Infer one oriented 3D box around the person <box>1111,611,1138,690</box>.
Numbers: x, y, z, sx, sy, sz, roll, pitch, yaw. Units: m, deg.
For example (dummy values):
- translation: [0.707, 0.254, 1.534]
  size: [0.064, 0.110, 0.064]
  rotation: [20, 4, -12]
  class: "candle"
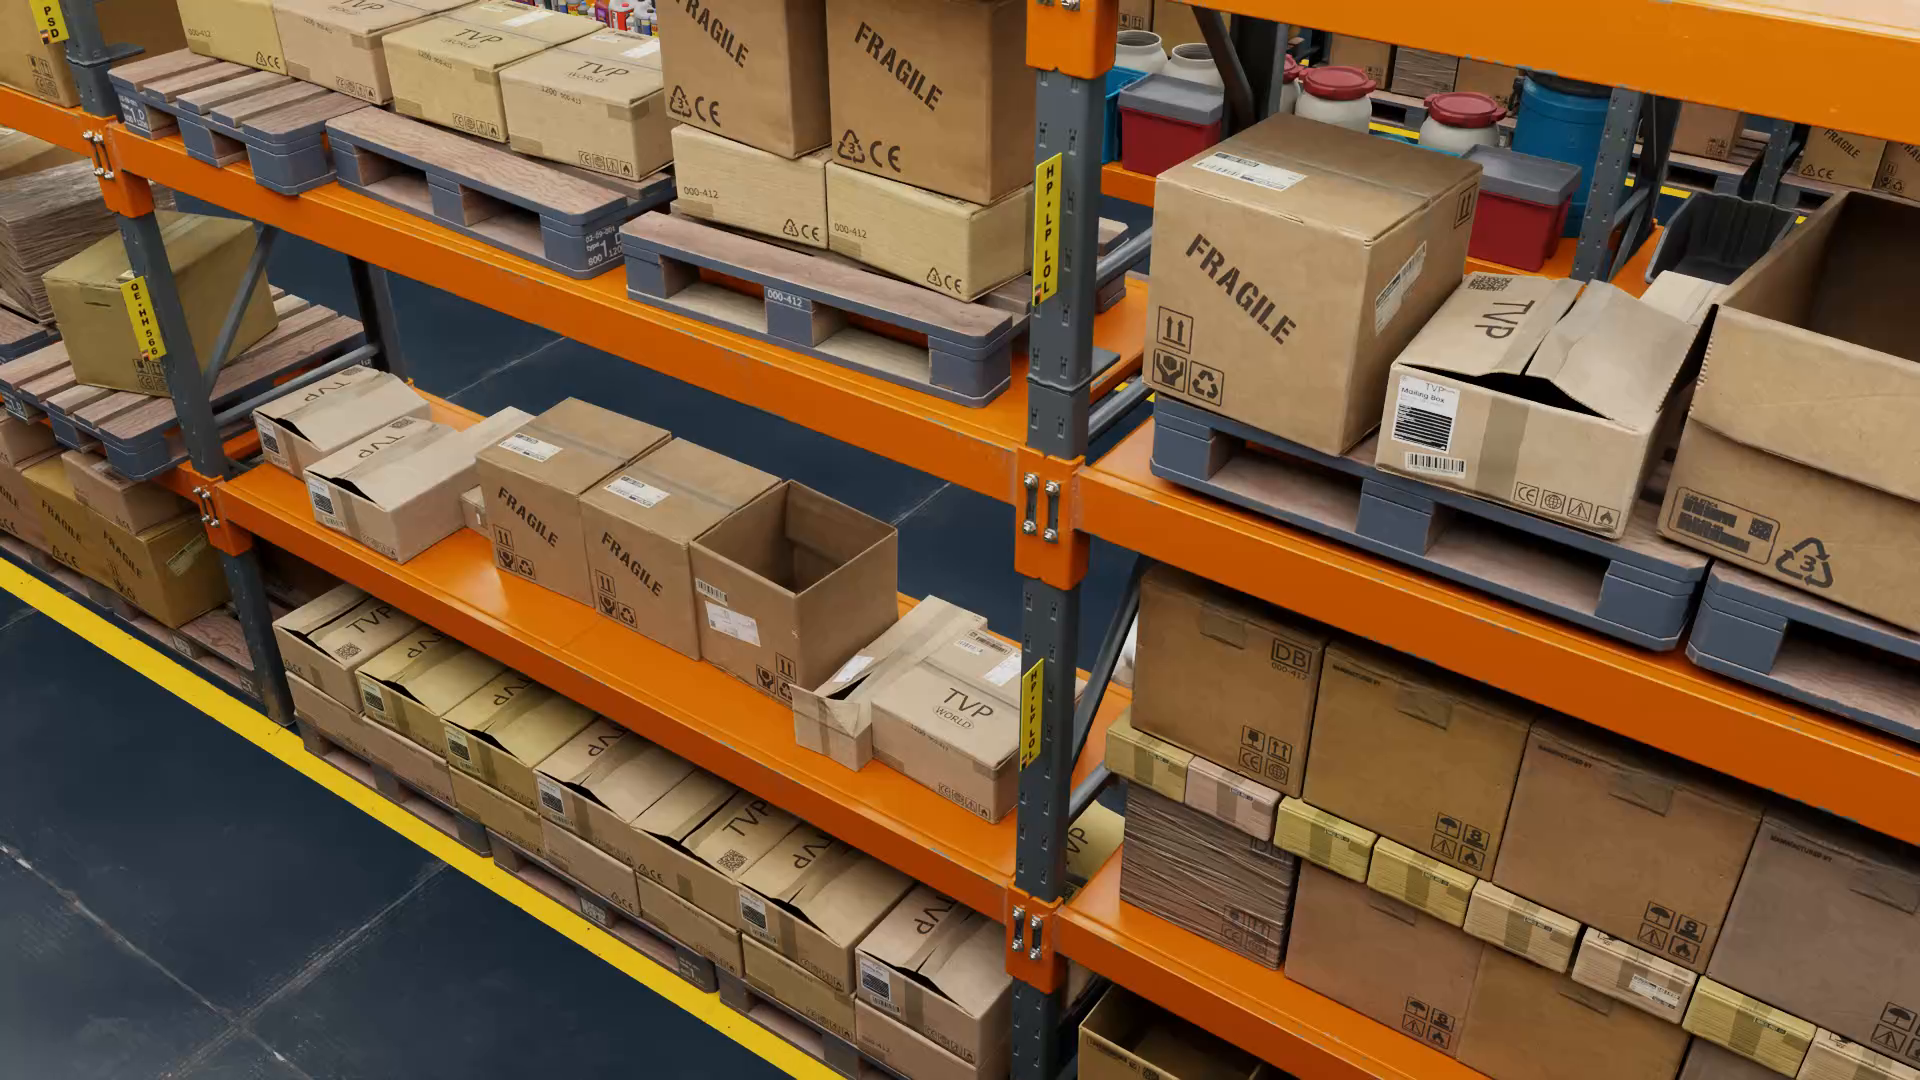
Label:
- translation: [1.068, 0.736, 6.866]
  size: [0.979, 0.874, 0.515]
  rotation: [20, 39, 27]
  class: "person"
